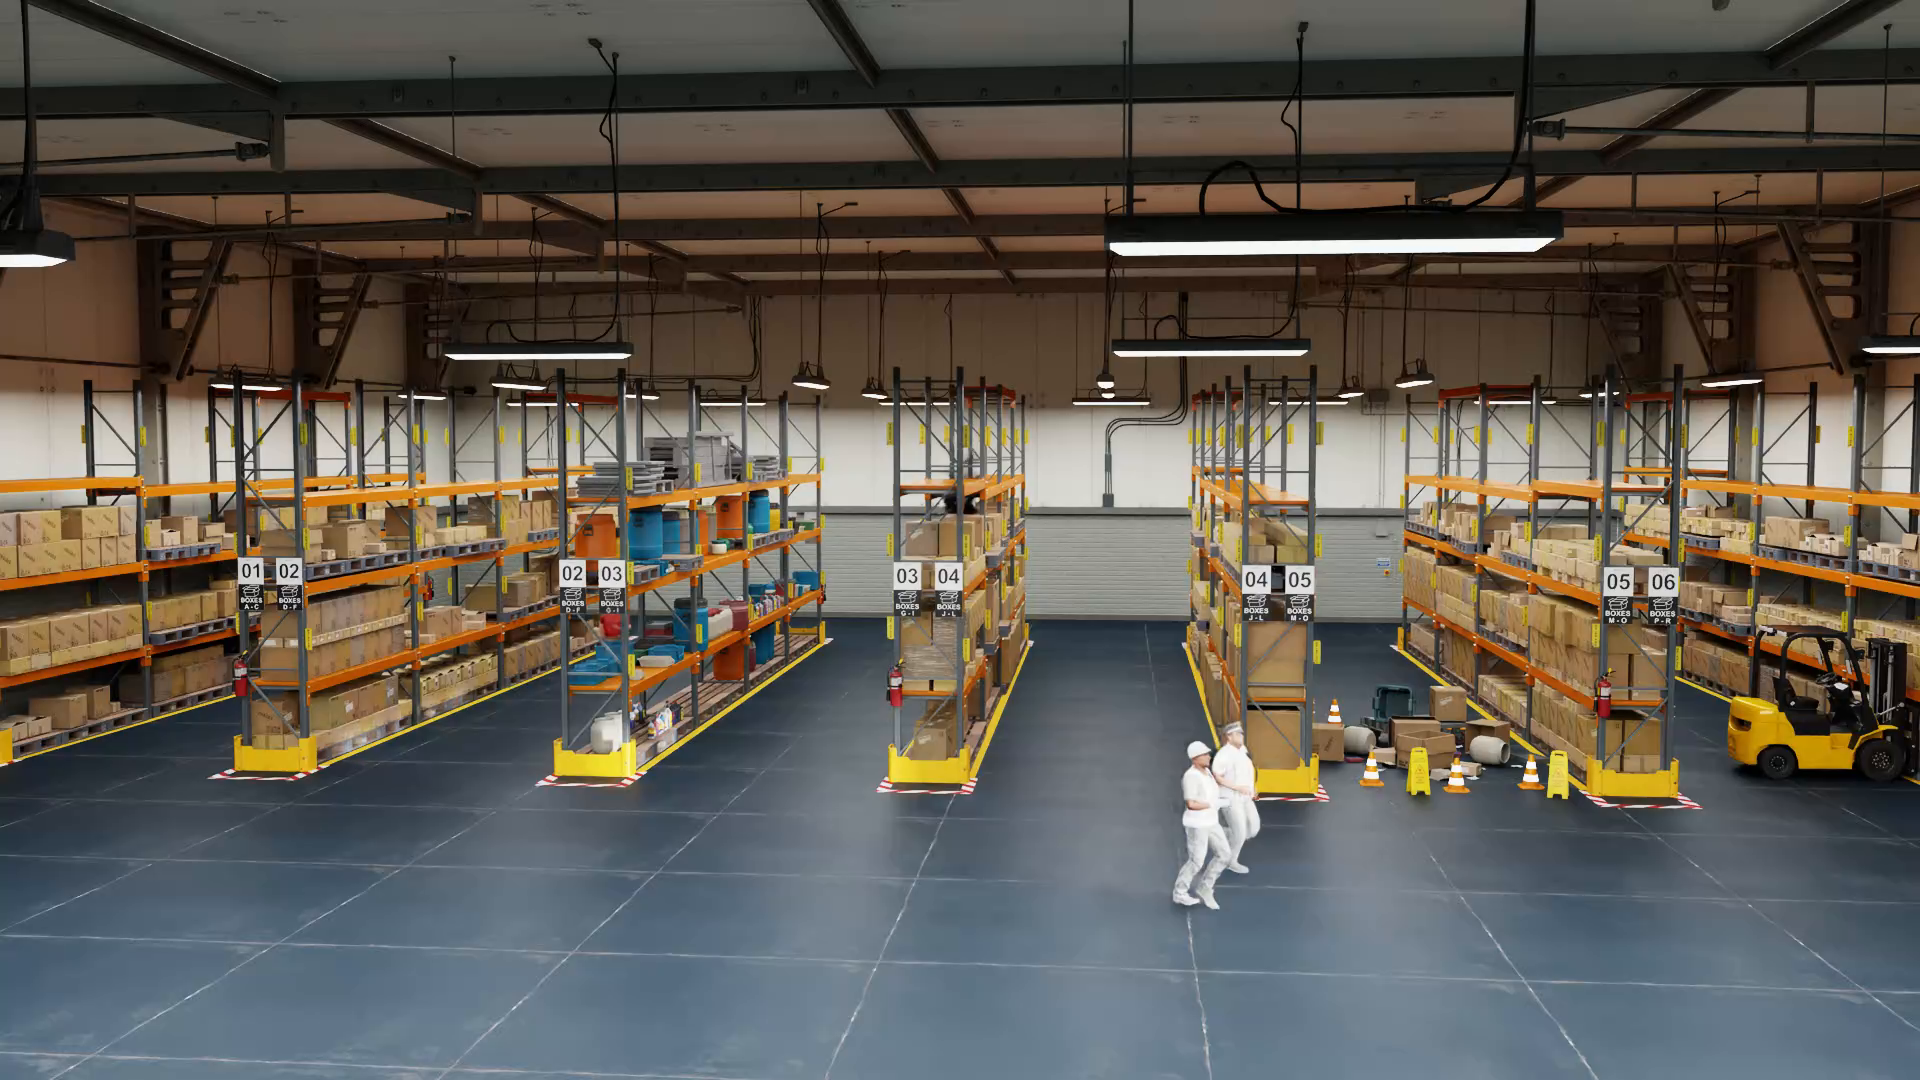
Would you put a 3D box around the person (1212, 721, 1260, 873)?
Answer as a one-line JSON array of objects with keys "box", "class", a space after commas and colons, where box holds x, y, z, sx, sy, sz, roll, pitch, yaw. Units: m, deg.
[{"box": [3.174, 2.950, 19.191, 0.600, 1.743, 0.665, 3, 5, 41], "class": "person"}]

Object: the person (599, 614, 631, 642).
[{"box": [-6.896, 2.056, 33.206, 0.658, 1.729, 0.976, 0, 4, -5], "class": "person"}]

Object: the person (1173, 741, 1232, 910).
[{"box": [2.583, 3.027, 17.539, 0.685, 1.807, 0.659, 2, 4, 32], "class": "person"}]
